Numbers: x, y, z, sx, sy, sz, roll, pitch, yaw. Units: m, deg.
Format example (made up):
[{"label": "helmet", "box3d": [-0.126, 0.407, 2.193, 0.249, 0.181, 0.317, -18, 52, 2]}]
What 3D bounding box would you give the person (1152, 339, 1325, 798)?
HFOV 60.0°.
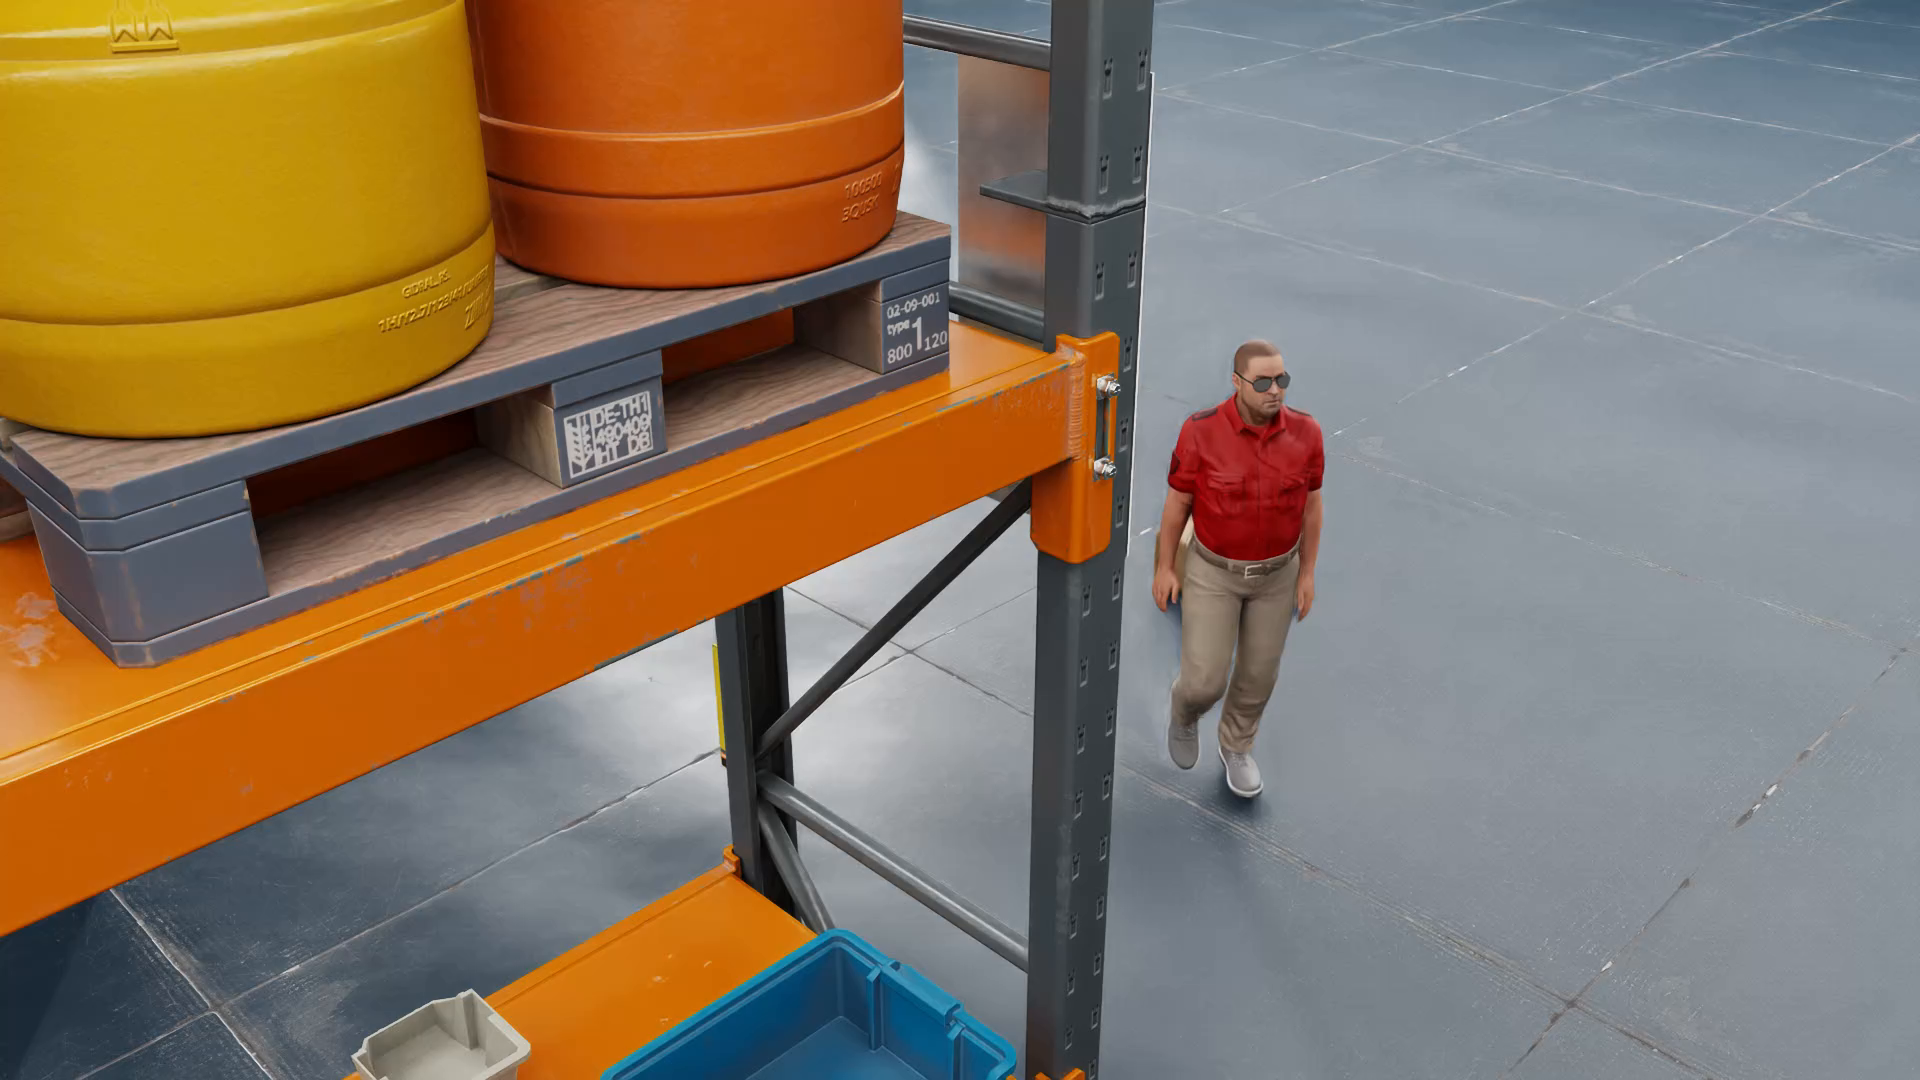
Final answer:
[{"label": "person", "box3d": [0.982, 0.125, 5.858, 0.571, 1.735, 0.483, -4, 28, -8]}]
